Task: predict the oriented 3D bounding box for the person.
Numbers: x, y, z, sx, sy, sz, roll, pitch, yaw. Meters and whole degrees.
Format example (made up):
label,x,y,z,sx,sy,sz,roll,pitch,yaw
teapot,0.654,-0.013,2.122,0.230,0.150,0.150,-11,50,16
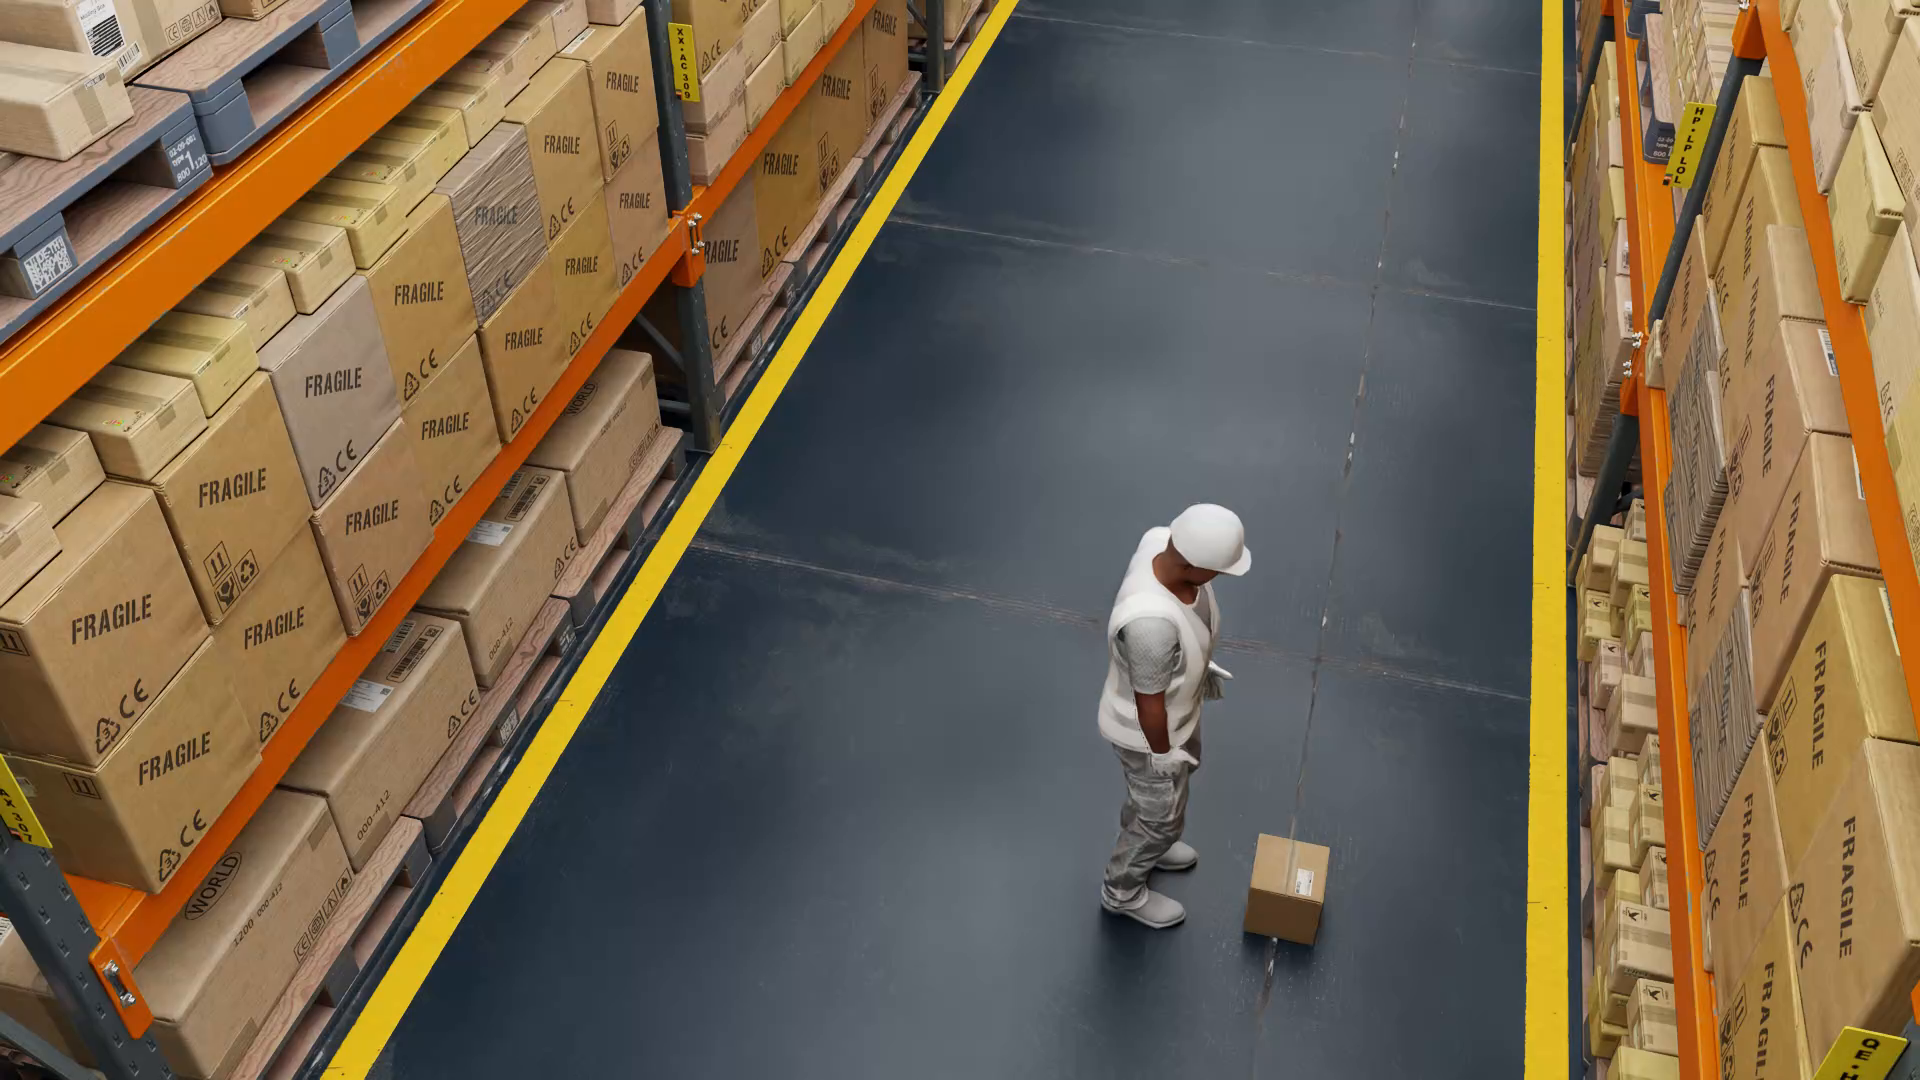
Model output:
label,x,y,z,sx,sy,sz,roll,pitch,yaw
person,0.679,0.561,5.512,0.414,1.754,0.563,11,42,12
